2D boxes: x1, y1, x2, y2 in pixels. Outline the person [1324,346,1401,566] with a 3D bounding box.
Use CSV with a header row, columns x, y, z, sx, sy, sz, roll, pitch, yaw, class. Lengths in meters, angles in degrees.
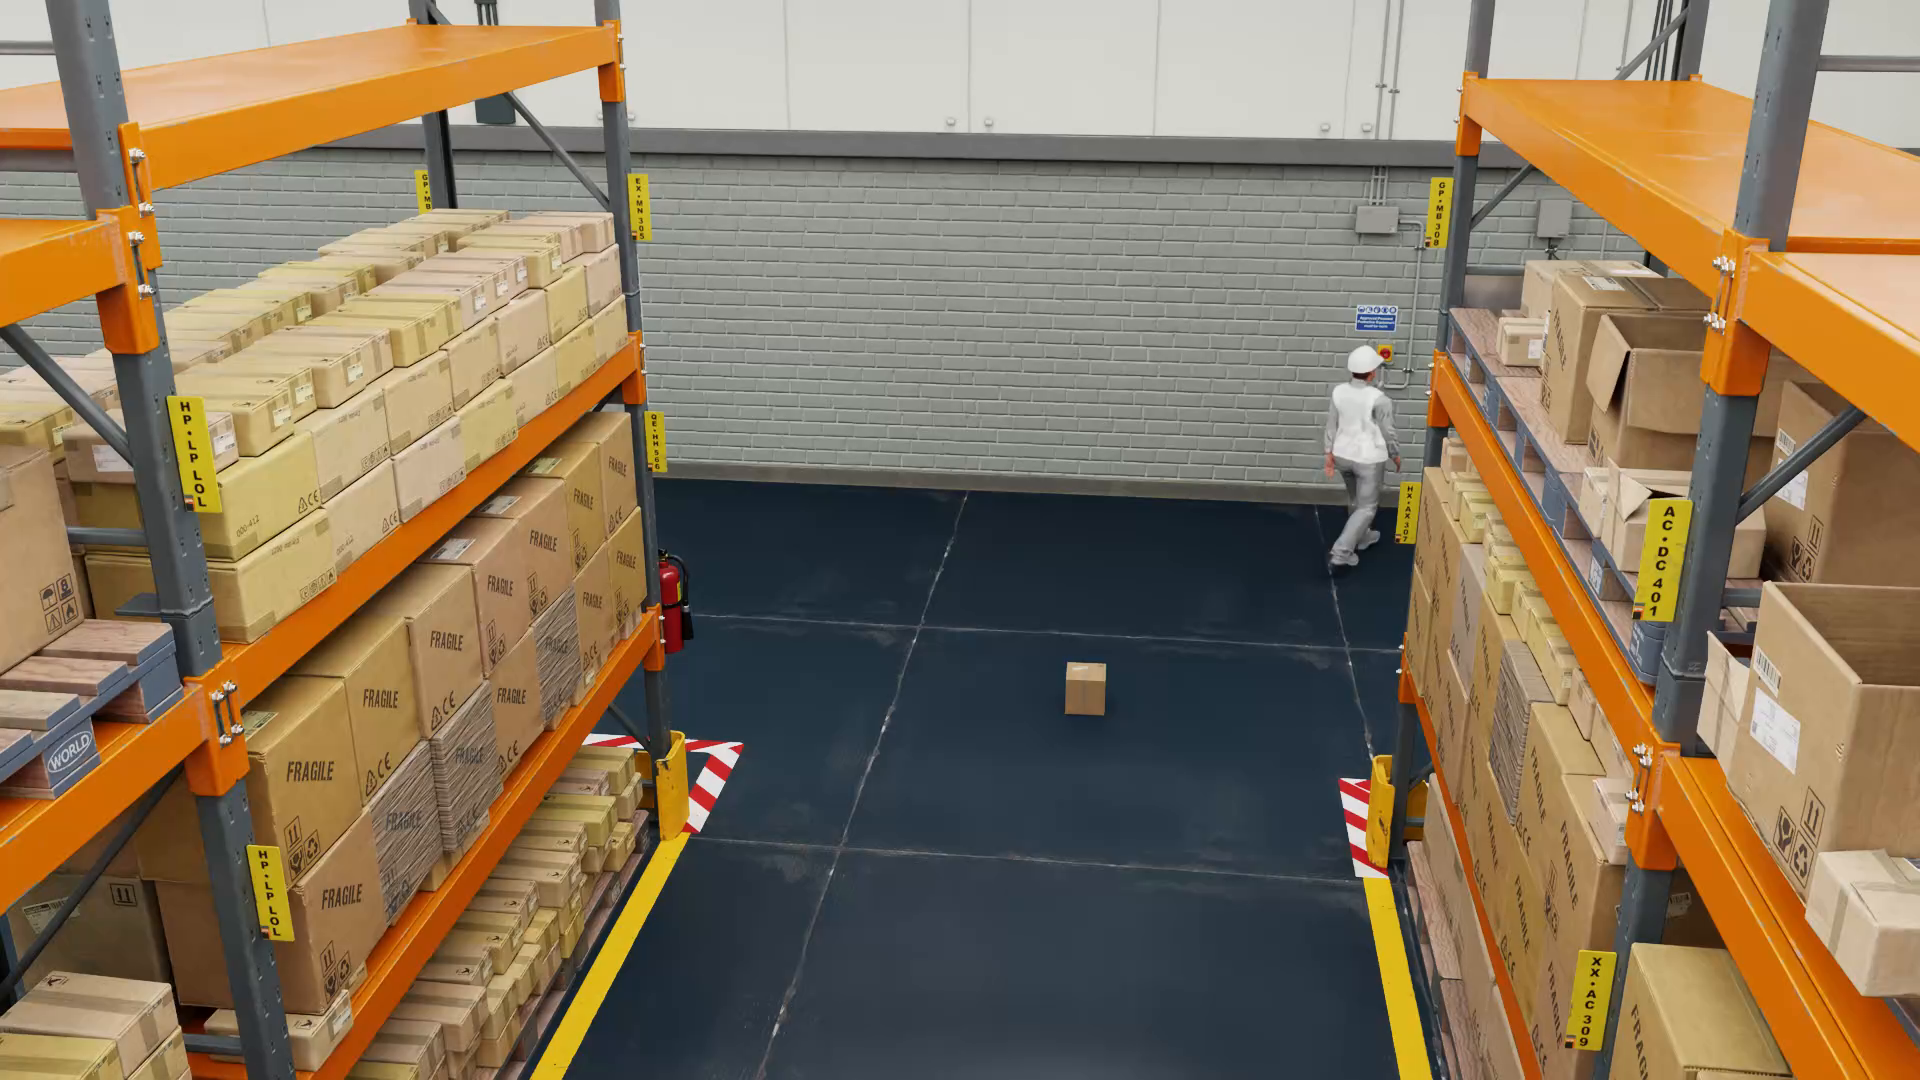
x,y,z,sx,sy,sz,roll,pitch,yaw,class
3.119,-0.661,12.802,0.919,1.736,0.554,-18,27,-39,person
